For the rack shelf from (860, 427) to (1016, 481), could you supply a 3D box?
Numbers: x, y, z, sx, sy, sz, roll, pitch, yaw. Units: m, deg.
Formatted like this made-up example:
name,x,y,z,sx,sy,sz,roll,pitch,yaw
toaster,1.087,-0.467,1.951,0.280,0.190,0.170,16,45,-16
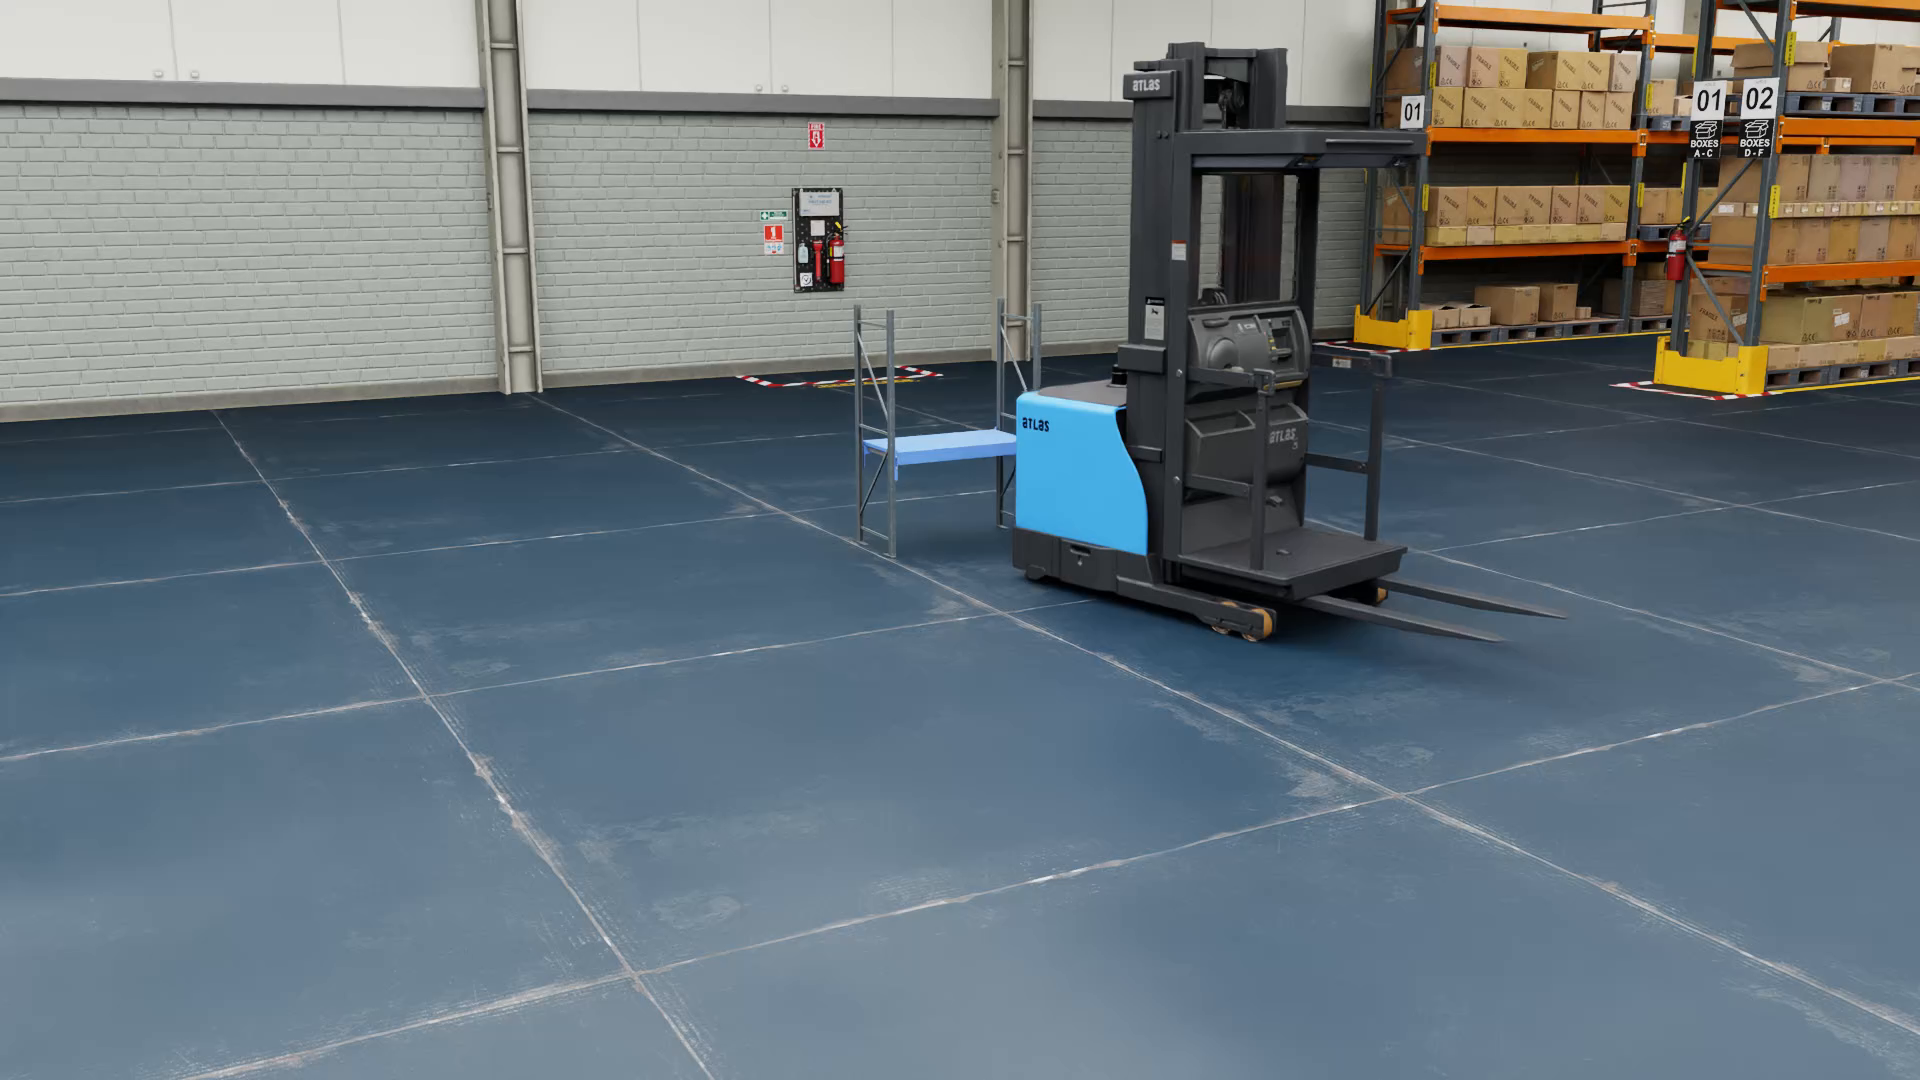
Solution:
name,x,y,z,sx,sy,sz,roll,pitch,yaw
rack shelf,-0.075,-0.547,10.444,1.000,0.185,0.538,-7,14,-28

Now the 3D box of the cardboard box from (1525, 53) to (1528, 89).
name,x,y,z,sx,sy,sz,roll,pitch,yaw
cardboard box,7.300,-6.323,22.491,0.500,0.500,0.500,-7,14,-28

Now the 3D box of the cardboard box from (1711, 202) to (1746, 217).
name,x,y,z,sx,sy,sz,roll,pitch,yaw
cardboard box,8.306,-3.547,17.832,0.250,0.149,0.380,-7,15,-29

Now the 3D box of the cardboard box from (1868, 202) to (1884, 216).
name,x,y,z,sx,sy,sz,roll,pitch,yaw
cardboard box,9.859,-3.631,18.207,0.250,0.149,0.380,-7,14,-27

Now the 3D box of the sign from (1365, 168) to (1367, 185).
name,x,y,z,sx,sy,sz,roll,pitch,yaw
sign,5.437,-4.887,22.136,0.005,0.325,0.100,-7,14,-28

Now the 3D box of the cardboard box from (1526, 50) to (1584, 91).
name,x,y,z,sx,sy,sz,roll,pitch,yaw
cardboard box,7.957,-6.268,22.246,0.500,0.500,0.500,-7,15,-30

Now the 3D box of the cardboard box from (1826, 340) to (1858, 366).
name,x,y,z,sx,sy,sz,roll,pitch,yaw
cardboard box,9.515,-2.087,18.359,0.500,0.250,0.500,-7,14,-28

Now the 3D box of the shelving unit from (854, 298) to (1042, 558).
name,x,y,z,sx,sy,sz,roll,pitch,yaw
shelving unit,-0.075,-0.723,10.405,1.048,1.500,0.538,-7,14,-28

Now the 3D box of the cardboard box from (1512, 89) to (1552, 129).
name,x,y,z,sx,sy,sz,roll,pitch,yaw
cardboard box,7.501,-5.733,22.148,0.500,0.500,0.500,-6,14,-24

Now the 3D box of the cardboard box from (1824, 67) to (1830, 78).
name,x,y,z,sx,sy,sz,roll,pitch,yaw
cardboard box,9.434,-5.028,18.216,0.500,0.311,0.500,-5,14,-21

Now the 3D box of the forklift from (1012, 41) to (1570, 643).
name,x,y,z,sx,sy,sz,roll,pitch,yaw
forklift,1.667,-1.047,8.584,1.130,2.935,3.031,-11,17,-41

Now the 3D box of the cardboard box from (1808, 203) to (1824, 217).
name,x,y,z,sx,sy,sz,roll,pitch,yaw
cardboard box,8.960,-3.524,17.731,0.250,0.149,0.380,-7,14,-28

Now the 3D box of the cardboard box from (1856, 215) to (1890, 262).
name,x,y,z,sx,sy,sz,roll,pitch,yaw
cardboard box,9.835,-3.364,18.495,0.500,0.500,0.700,-6,14,-26

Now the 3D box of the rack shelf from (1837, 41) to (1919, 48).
name,x,y,z,sx,sy,sz,roll,pitch,yaw
rack shelf,14.462,-7.492,25.952,4.000,0.370,1.077,-7,14,-28

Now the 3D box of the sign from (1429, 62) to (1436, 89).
name,x,y,z,sx,sy,sz,roll,pitch,yaw
sign,5.945,-5.844,20.923,0.005,0.325,0.100,-7,14,-28

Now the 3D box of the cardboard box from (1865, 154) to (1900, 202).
name,x,y,z,sx,sy,sz,roll,pitch,yaw
cardboard box,9.865,-4.001,18.373,0.500,0.500,0.700,-7,14,-28

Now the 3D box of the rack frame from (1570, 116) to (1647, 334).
name,x,y,z,sx,sy,sz,roll,pitch,yaw
rack frame,9.196,-4.480,23.683,0.127,3.000,1.000,-7,14,-28

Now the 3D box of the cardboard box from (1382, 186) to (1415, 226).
name,x,y,z,sx,sy,sz,roll,pitch,yaw
cardboard box,5.997,-4.452,22.147,0.500,0.500,0.500,-7,14,-28

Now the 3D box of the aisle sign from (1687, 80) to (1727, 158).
name,x,y,z,sx,sy,sz,roll,pitch,yaw
aisle sign,7.864,-4.423,17.508,0.004,0.787,0.394,-7,14,-28

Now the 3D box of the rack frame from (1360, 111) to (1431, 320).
name,x,y,z,sx,sy,sz,roll,pitch,yaw
rack frame,5.685,-4.059,21.813,0.127,3.000,1.000,-7,14,-28

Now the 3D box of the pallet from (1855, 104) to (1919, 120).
name,x,y,z,sx,sy,sz,roll,pitch,yaw
pallet,10.837,-4.851,18.702,1.213,0.211,1.003,-7,14,-28

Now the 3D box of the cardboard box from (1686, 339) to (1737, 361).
name,x,y,z,sx,sy,sz,roll,pitch,yaw
cardboard box,8.391,-2.081,18.332,0.500,0.250,0.500,-7,14,-28

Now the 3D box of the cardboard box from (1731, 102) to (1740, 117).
name,x,y,z,sx,sy,sz,roll,pitch,yaw
cardboard box,11.525,-6.306,24.683,0.637,0.503,0.797,-5,14,-20

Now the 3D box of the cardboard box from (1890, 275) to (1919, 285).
name,x,y,z,sx,sy,sz,roll,pitch,yaw
cardboard box,14.931,-4.290,26.779,0.750,0.750,0.750,-6,14,-26

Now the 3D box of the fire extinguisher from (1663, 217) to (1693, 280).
name,x,y,z,sx,sy,sz,roll,pitch,yaw
fire extinguisher,7.736,-3.144,17.924,0.183,0.674,0.296,-7,14,-28

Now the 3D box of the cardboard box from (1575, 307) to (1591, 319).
name,x,y,z,sx,sy,sz,roll,pitch,yaw
cardboard box,8.741,-3.250,23.670,0.250,0.166,0.380,-9,16,-35

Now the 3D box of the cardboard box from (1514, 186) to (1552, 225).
name,x,y,z,sx,sy,sz,roll,pitch,yaw
cardboard box,7.591,-4.514,22.421,0.500,0.500,0.500,-6,14,-26

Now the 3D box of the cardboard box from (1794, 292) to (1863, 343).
name,x,y,z,sx,sy,sz,roll,pitch,yaw
cardboard box,9.510,-2.456,18.287,0.500,0.500,0.500,-7,14,-28

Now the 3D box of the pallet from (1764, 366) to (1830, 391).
name,x,y,z,sx,sy,sz,roll,pitch,yaw
pallet,8.713,-1.833,18.272,1.213,0.211,1.003,-7,14,-28

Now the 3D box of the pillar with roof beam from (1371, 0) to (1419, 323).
name,x,y,z,sx,sy,sz,roll,pitch,yaw
pillar with roof beam,7.948,-6.396,18.536,0.400,9.000,9.100,-7,14,-28

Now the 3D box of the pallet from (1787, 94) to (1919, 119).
name,x,y,z,sx,sy,sz,roll,pitch,yaw
pallet,9.767,-4.724,18.136,1.213,0.211,1.003,-7,14,-28

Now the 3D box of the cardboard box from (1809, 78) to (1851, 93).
name,x,y,z,sx,sy,sz,roll,pitch,yaw
cardboard box,9.179,-4.808,17.609,0.250,0.149,0.380,-7,14,-28

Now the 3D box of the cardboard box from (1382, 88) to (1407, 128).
name,x,y,z,sx,sy,sz,roll,pitch,yaw
cardboard box,5.930,-5.674,21.882,0.500,0.500,0.500,-6,14,-24

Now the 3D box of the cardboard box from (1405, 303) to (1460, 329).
name,x,y,z,sx,sy,sz,roll,pitch,yaw
cardboard box,6.336,-3.017,22.306,0.500,0.311,0.500,-9,15,-34

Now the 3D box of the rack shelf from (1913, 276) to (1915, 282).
name,x,y,z,sx,sy,sz,roll,pitch,yaw
rack shelf,13.328,-3.385,20.457,4.000,0.370,1.077,-7,14,-28

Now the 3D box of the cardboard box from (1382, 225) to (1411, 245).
name,x,y,z,sx,sy,sz,roll,pitch,yaw
cardboard box,6.003,-4.082,22.212,0.500,0.250,0.500,-7,14,-27

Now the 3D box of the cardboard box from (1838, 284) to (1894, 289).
name,x,y,z,sx,sy,sz,roll,pitch,yaw
cardboard box,10.581,-2.712,19.427,0.500,0.500,0.500,-7,14,-28

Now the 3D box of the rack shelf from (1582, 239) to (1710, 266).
name,x,y,z,sx,sy,sz,roll,pitch,yaw
rack shelf,10.952,-4.339,24.697,4.000,0.370,1.077,-7,14,-28

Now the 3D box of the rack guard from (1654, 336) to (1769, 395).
name,x,y,z,sx,sy,sz,roll,pitch,yaw
rack guard,8.041,-1.883,17.836,0.348,0.500,1.175,-7,14,-28

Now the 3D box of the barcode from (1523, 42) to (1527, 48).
name,x,y,z,sx,sy,sz,roll,pitch,yaw
barcode,7.770,-6.807,22.863,0.075,0.075,0.001,-7,14,-28

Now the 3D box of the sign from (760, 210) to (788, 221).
name,x,y,z,sx,sy,sz,roll,pitch,yaw
sign,-2.095,-3.652,18.716,0.331,0.109,0.001,-7,14,-28

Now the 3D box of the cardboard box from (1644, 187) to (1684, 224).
name,x,y,z,sx,sy,sz,roll,pitch,yaw
cardboard box,10.153,-4.848,24.087,0.500,0.500,0.700,-5,14,-22

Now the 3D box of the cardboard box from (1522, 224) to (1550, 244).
name,x,y,z,sx,sy,sz,roll,pitch,yaw
cardboard box,7.609,-4.148,22.506,0.500,0.250,0.500,-7,14,-27

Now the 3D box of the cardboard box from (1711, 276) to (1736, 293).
name,x,y,z,sx,sy,sz,roll,pitch,yaw
cardboard box,11.170,-3.720,25.000,0.500,0.500,0.700,-7,14,-28

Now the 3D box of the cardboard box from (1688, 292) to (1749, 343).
name,x,y,z,sx,sy,sz,roll,pitch,yaw
cardboard box,8.390,-2.448,18.252,0.500,0.500,0.500,-7,14,-28

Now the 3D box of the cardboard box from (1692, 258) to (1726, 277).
name,x,y,z,sx,sy,sz,roll,pitch,yaw
cardboard box,11.121,-4.073,24.858,0.500,0.250,0.500,-7,14,-28
